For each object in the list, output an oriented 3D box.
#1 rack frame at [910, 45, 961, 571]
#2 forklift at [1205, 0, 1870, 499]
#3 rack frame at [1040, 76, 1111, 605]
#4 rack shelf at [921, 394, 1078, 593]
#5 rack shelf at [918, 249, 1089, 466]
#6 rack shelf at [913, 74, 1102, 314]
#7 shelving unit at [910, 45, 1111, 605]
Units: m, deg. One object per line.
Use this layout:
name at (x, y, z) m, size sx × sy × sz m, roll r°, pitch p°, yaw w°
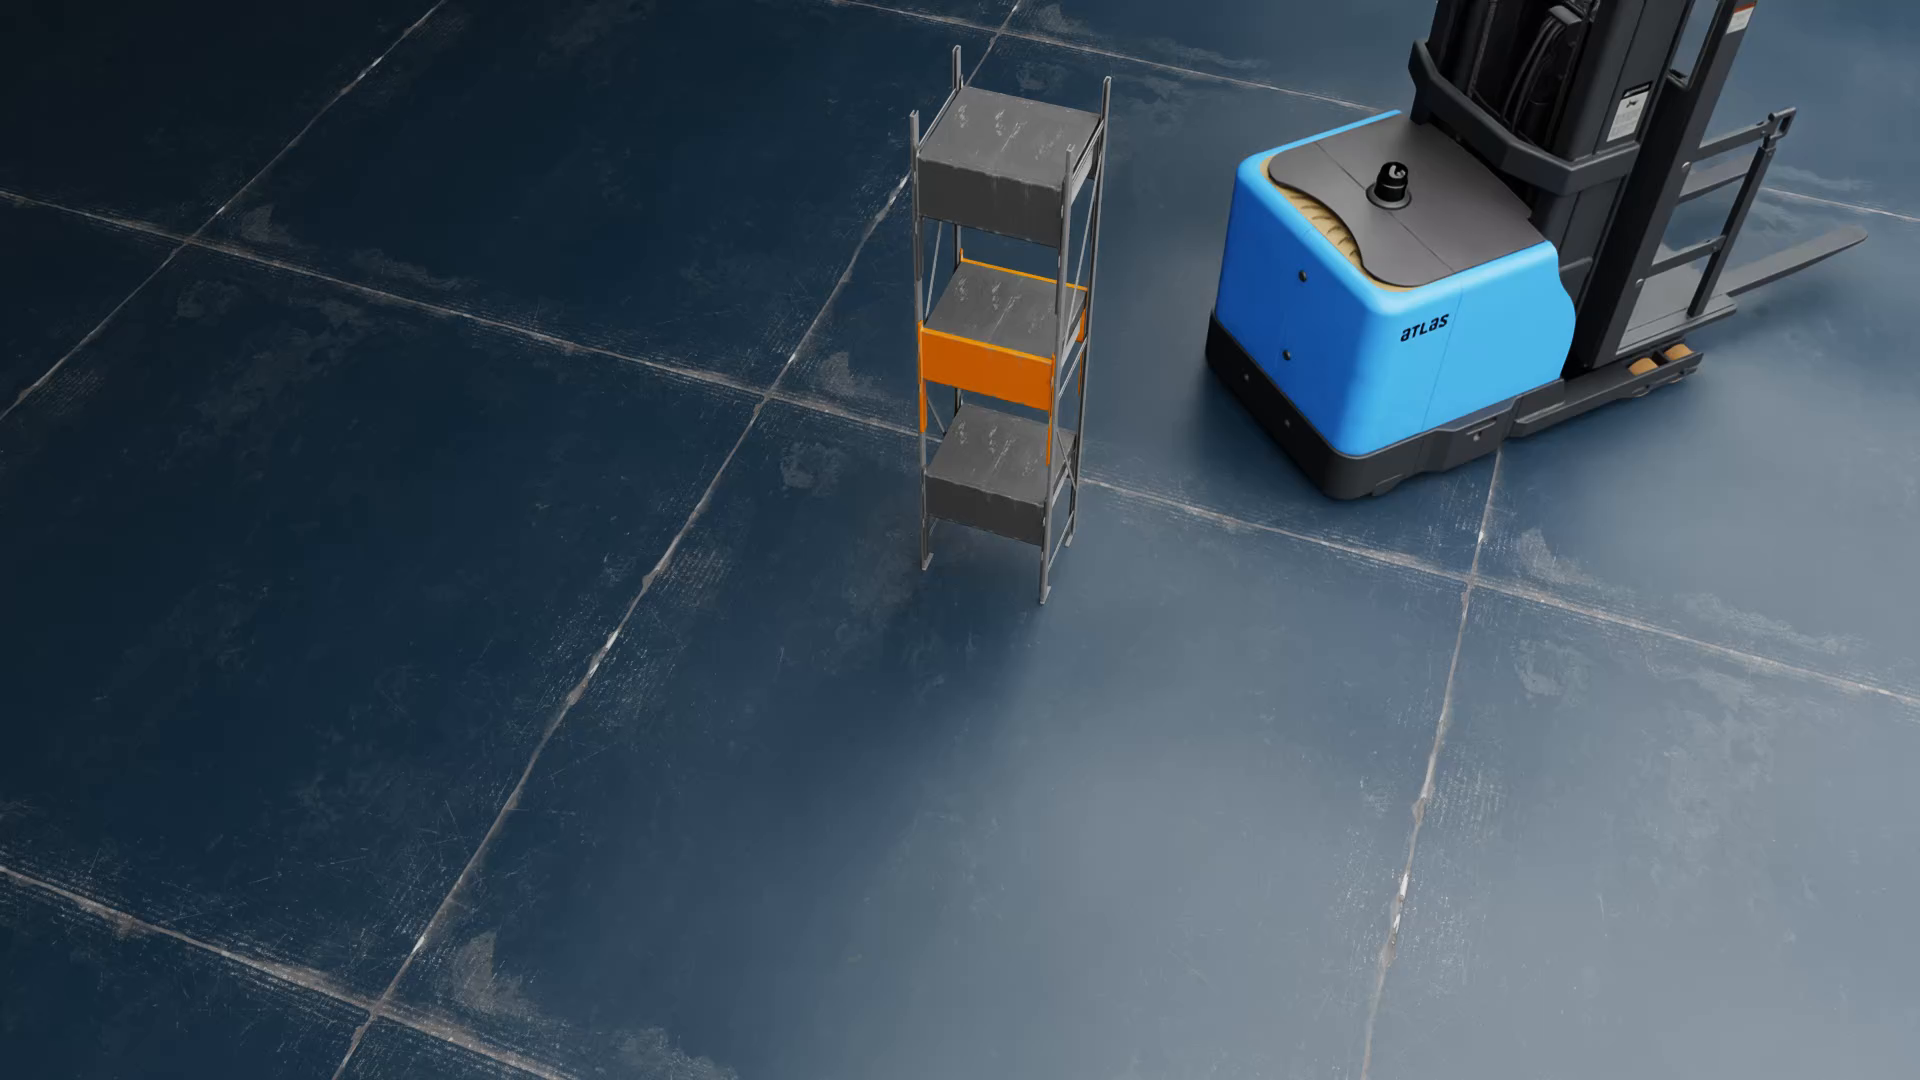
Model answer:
rack frame at (-0.074, -0.708, 5.841) m, size 0.015 × 2.100 × 0.400 m, roll 16°, pitch 51°, yaw 13°
forklift at (2.617, -1.914, 6.336) m, size 3.031 × 2.935 × 1.130 m, roll -21°, pitch 52°, yaw -17°
rack frame at (0.384, -0.580, 5.730) m, size 0.015 × 2.100 × 0.400 m, roll 16°, pitch 51°, yaw 13°
rack shelf at (0.155, -0.177, 6.325) m, size 0.480 × 0.518 × 0.431 m, roll 16°, pitch 51°, yaw 13°
rack shelf at (0.155, -0.635, 5.796) m, size 0.480 × 0.518 × 0.431 m, roll 16°, pitch 51°, yaw 13°
rack shelf at (0.155, -1.094, 5.267) m, size 0.480 × 0.518 × 0.431 m, roll 16°, pitch 51°, yaw 13°
shelving unit at (0.155, -0.644, 5.786) m, size 0.503 × 2.100 × 0.431 m, roll 16°, pitch 51°, yaw 13°
